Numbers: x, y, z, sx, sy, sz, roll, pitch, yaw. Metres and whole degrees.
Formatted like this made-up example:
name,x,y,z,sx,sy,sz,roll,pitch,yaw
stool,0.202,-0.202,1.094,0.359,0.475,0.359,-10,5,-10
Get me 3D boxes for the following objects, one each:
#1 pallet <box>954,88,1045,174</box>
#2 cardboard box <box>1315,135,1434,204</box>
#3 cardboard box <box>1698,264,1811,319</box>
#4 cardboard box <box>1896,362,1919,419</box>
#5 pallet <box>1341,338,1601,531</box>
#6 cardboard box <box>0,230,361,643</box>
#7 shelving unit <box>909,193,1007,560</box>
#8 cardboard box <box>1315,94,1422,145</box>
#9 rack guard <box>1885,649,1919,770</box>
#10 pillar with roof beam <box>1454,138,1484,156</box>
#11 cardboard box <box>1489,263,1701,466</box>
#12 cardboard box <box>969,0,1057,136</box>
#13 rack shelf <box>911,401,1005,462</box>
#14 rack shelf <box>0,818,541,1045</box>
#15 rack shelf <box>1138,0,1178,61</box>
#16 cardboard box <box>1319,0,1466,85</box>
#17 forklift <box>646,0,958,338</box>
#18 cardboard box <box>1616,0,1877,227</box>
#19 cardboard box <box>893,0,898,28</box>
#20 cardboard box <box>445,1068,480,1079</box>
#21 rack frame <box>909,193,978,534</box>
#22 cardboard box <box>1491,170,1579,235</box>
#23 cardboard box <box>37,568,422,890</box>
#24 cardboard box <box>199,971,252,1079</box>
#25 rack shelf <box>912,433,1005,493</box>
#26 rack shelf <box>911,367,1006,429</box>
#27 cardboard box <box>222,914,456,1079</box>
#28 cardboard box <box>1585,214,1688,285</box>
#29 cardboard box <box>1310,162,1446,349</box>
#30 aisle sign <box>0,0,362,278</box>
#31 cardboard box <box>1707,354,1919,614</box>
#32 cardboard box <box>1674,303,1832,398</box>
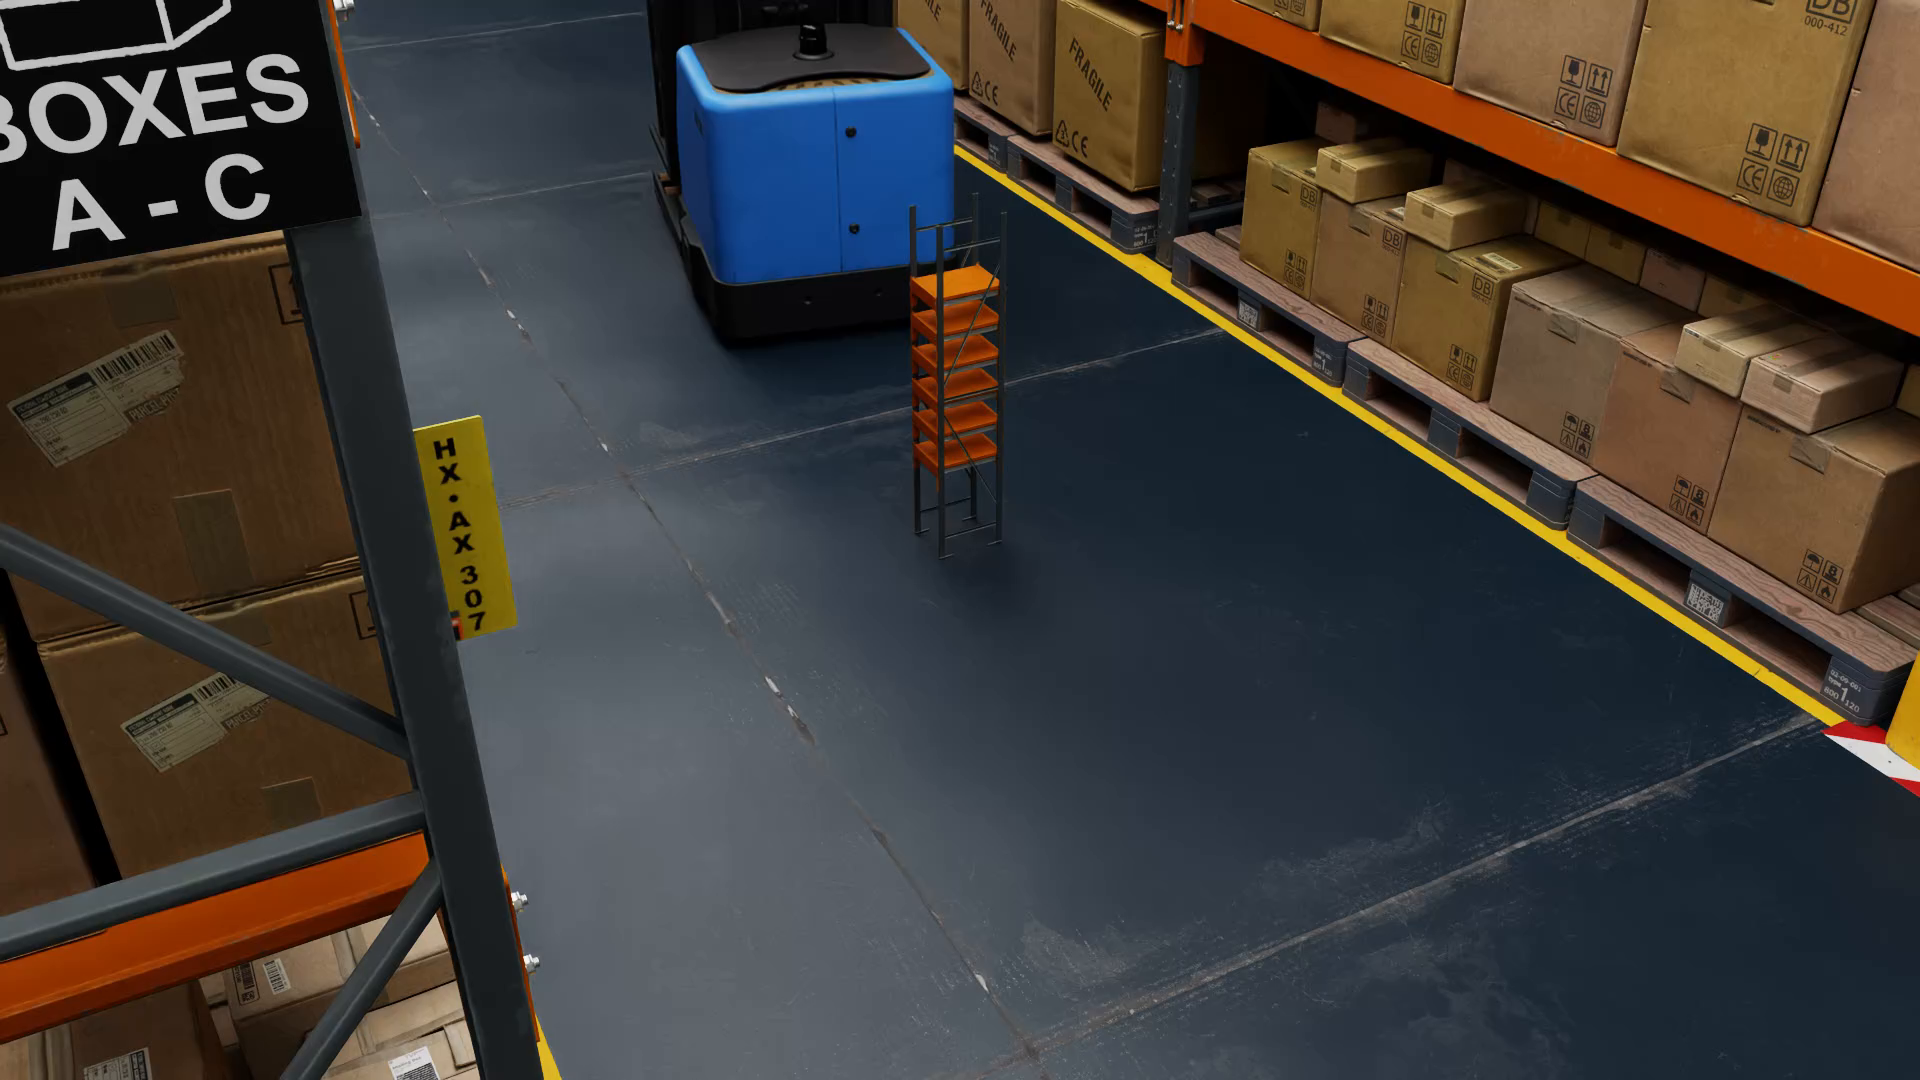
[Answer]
name,x,y,z,sx,sy,sz,roll,pitch,yaw
pallet,0.384,-2.423,9.336,1.003,0.211,1.213,-16,36,-23
cardboard box,1.639,-1.470,6.590,0.380,0.149,0.250,-15,35,-22
cardboard box,2.715,-0.814,5.566,0.380,0.149,0.250,-16,36,-23
cardboard box,3.068,-0.453,5.002,0.380,0.149,0.250,-16,36,-23
pallet,2.241,-0.525,6.374,1.003,0.211,1.213,-16,36,-23
cardboard box,-1.106,-0.249,2.339,0.500,0.500,0.500,-15,35,-22
shelving unit,-0.007,-0.512,5.437,0.258,1.200,0.189,-16,36,-23
cardboard box,1.749,-1.798,7.103,0.380,0.149,0.250,-16,36,-23
rack guard,3.259,0.308,4.805,1.175,0.500,0.348,-16,36,-23
pillar with roof beam,-1.334,-3.991,3.638,9.100,9.000,0.400,-16,36,-23
cardboard box,2.365,-0.667,5.939,0.700,0.500,0.500,-17,36,-25
cardboard box,0.548,-2.637,8.689,0.750,0.750,0.750,-15,35,-22
rack shelf,-0.007,-0.374,5.526,0.258,0.103,0.180,-16,36,-23
rack shelf,-2.065,-0.159,3.885,1.077,0.370,4.000,-16,36,-23
rack shelf,0.450,-3.316,8.812,1.077,0.370,4.000,-16,36,-23
cardboard box,1.957,-2.178,6.091,0.980,0.700,0.700,-17,36,-24
forklift,-0.911,-2.864,7.503,1.130,2.935,3.031,-9,34,-14
cardboard box,2.652,-1.467,4.981,0.980,0.700,0.700,-16,36,-23
cardboard box,-0.255,-3.461,9.975,0.750,0.750,0.750,-16,36,-24
cardboard box,-1.024,1.221,3.298,0.380,0.149,0.250,-16,36,-23
rack frame,-0.049,-0.556,5.505,0.240,1.200,0.006,-16,36,-23
cardboard box,2.237,-1.301,6.327,0.380,0.149,0.250,-15,36,-23
cardboard box,-1.106,0.172,2.608,0.500,0.500,0.500,-15,36,-22
cardboard box,-1.713,1.086,3.492,0.380,0.166,0.250,-16,36,-23
rack shelf,-0.007,-0.273,5.591,0.258,0.103,0.180,-16,36,-23
rack shelf,-0.007,-0.475,5.461,0.258,0.103,0.180,-16,36,-23
cardboard box,-1.368,0.895,3.713,0.500,0.250,0.500,-16,36,-23
cardboard box,2.476,-1.057,5.946,0.380,0.149,0.250,-15,36,-23
cardboard box,1.872,-1.166,6.717,0.700,0.500,0.500,-16,36,-24
aisle sign,-0.841,-0.644,1.564,0.394,0.787,0.004,-16,36,-23
cardboard box,2.833,-0.189,5.192,0.700,0.500,0.500,-16,36,-23
cardboard box,2.492,-0.599,5.231,0.380,0.149,0.250,-15,36,-22
